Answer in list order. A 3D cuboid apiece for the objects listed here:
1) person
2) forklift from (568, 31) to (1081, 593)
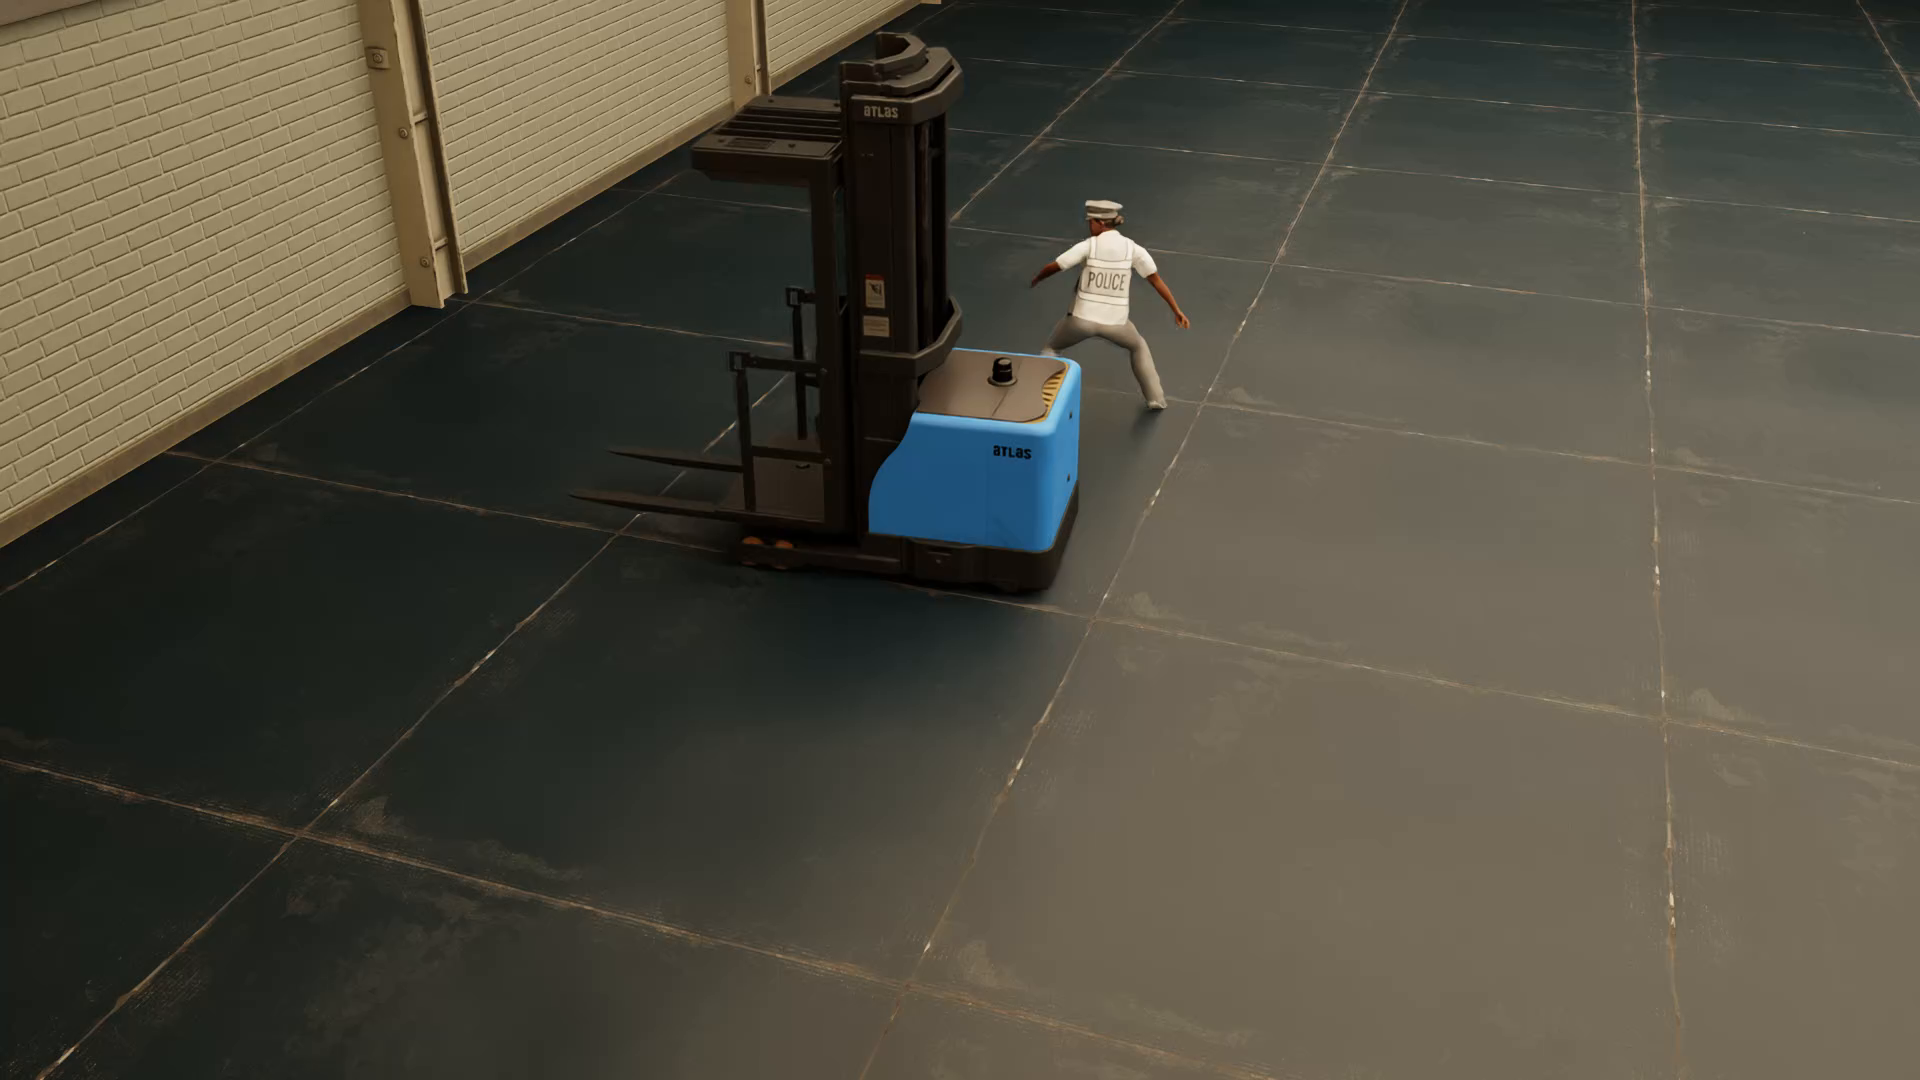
[{"bbox_3d":[1.005,-1.493,11.300,1.062,1.605,0.530,1,30,2],"label":"person"},{"bbox_3d":[-0.846,-1.347,9.499,3.031,2.935,1.130,7,30,12],"label":"forklift"}]
